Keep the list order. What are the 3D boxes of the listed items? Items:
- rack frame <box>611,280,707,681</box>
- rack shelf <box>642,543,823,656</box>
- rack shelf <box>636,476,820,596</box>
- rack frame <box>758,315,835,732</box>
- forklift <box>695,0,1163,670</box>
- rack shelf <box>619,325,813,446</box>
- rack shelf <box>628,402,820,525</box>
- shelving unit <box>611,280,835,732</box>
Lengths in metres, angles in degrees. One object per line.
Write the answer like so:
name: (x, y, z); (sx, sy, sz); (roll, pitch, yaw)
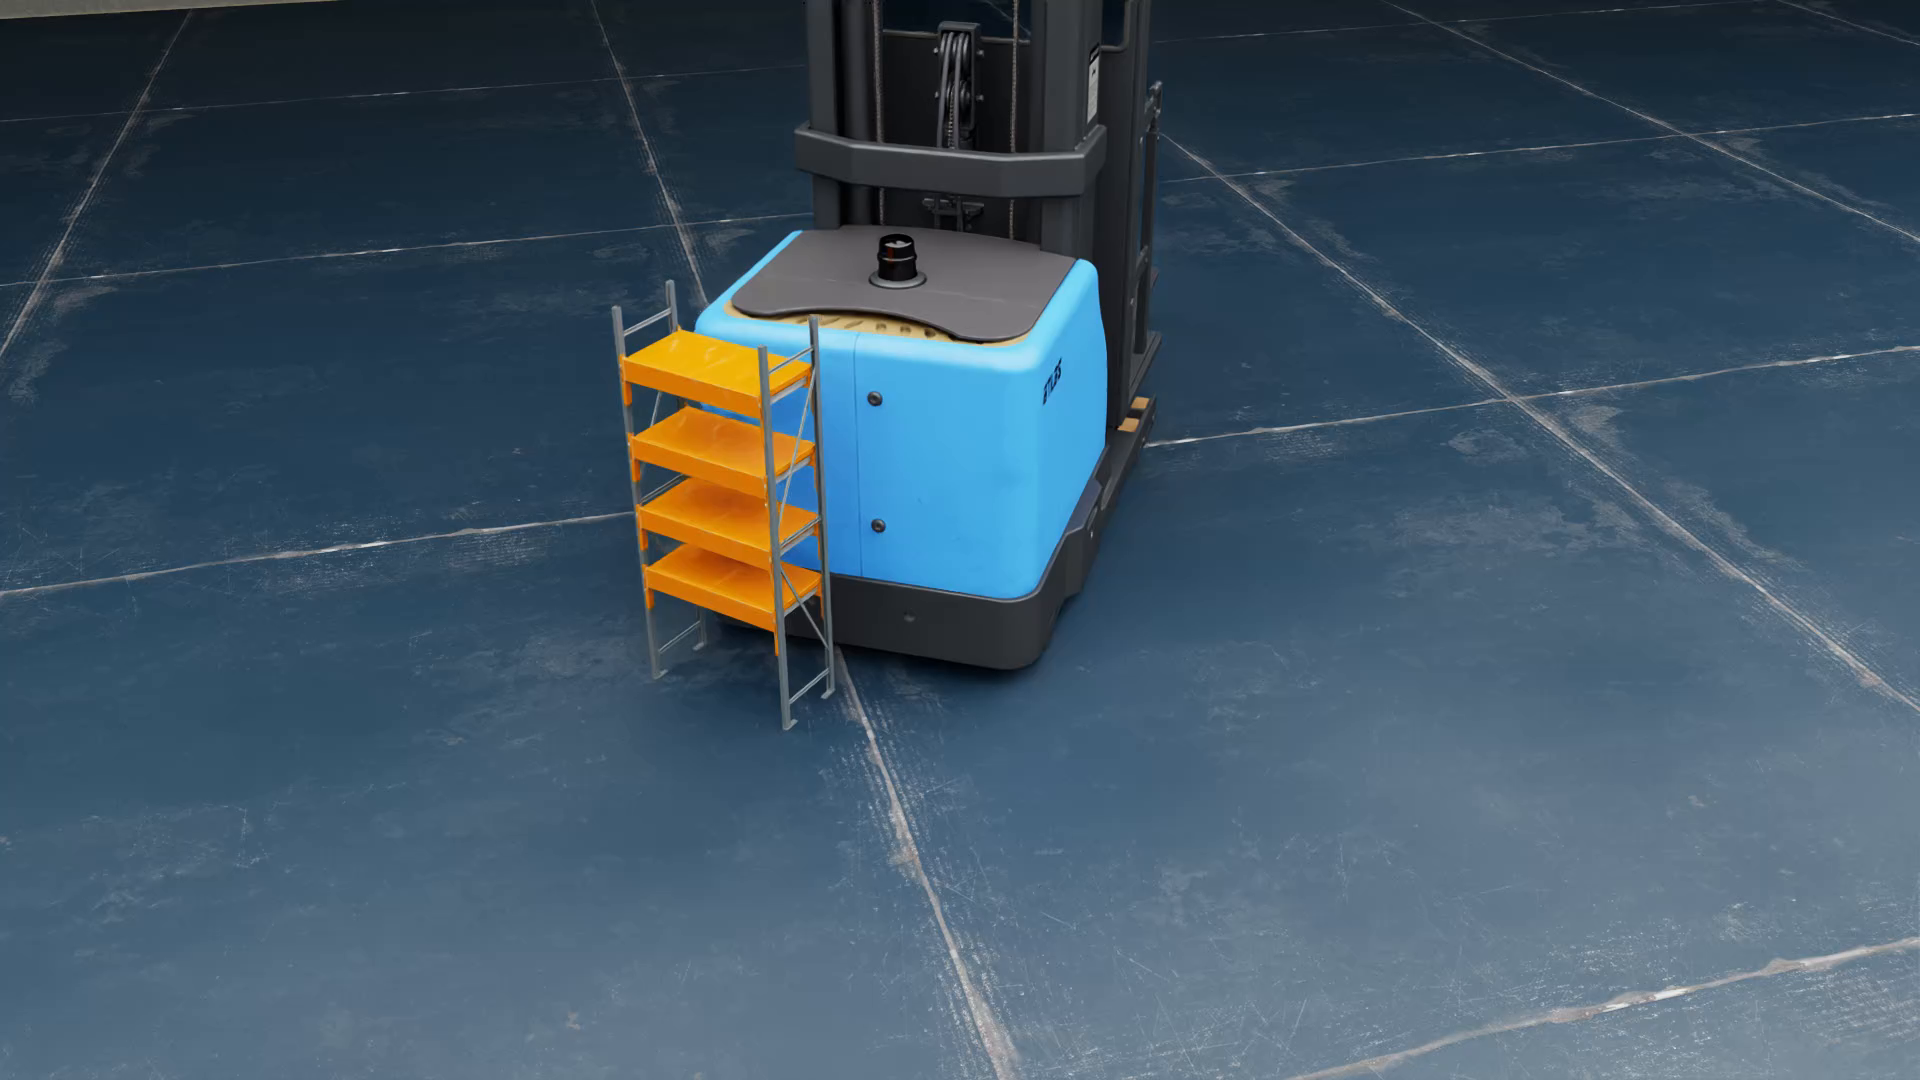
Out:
rack frame: (-0.858, -0.148, 4.807); (0.015, 1.200, 0.240); (17, 34, 27)
rack shelf: (-0.651, 0.147, 4.830); (0.480, 0.148, 0.258); (17, 34, 27)
rack shelf: (-0.651, -0.025, 4.730); (0.480, 0.148, 0.258); (17, 34, 27)
rack frame: (-0.443, -0.019, 4.586); (0.015, 1.200, 0.240); (17, 34, 27)
forklift: (0.130, -1.609, 5.605); (1.130, 2.935, 3.031); (8, 31, 14)
rack shelf: (-0.651, -0.424, 4.500); (0.480, 0.148, 0.258); (17, 34, 27)
rack shelf: (-0.651, -0.219, 4.618); (0.480, 0.148, 0.258); (17, 34, 27)
shelving unit: (-0.651, -0.084, 4.697); (0.503, 1.200, 0.258); (17, 34, 27)
